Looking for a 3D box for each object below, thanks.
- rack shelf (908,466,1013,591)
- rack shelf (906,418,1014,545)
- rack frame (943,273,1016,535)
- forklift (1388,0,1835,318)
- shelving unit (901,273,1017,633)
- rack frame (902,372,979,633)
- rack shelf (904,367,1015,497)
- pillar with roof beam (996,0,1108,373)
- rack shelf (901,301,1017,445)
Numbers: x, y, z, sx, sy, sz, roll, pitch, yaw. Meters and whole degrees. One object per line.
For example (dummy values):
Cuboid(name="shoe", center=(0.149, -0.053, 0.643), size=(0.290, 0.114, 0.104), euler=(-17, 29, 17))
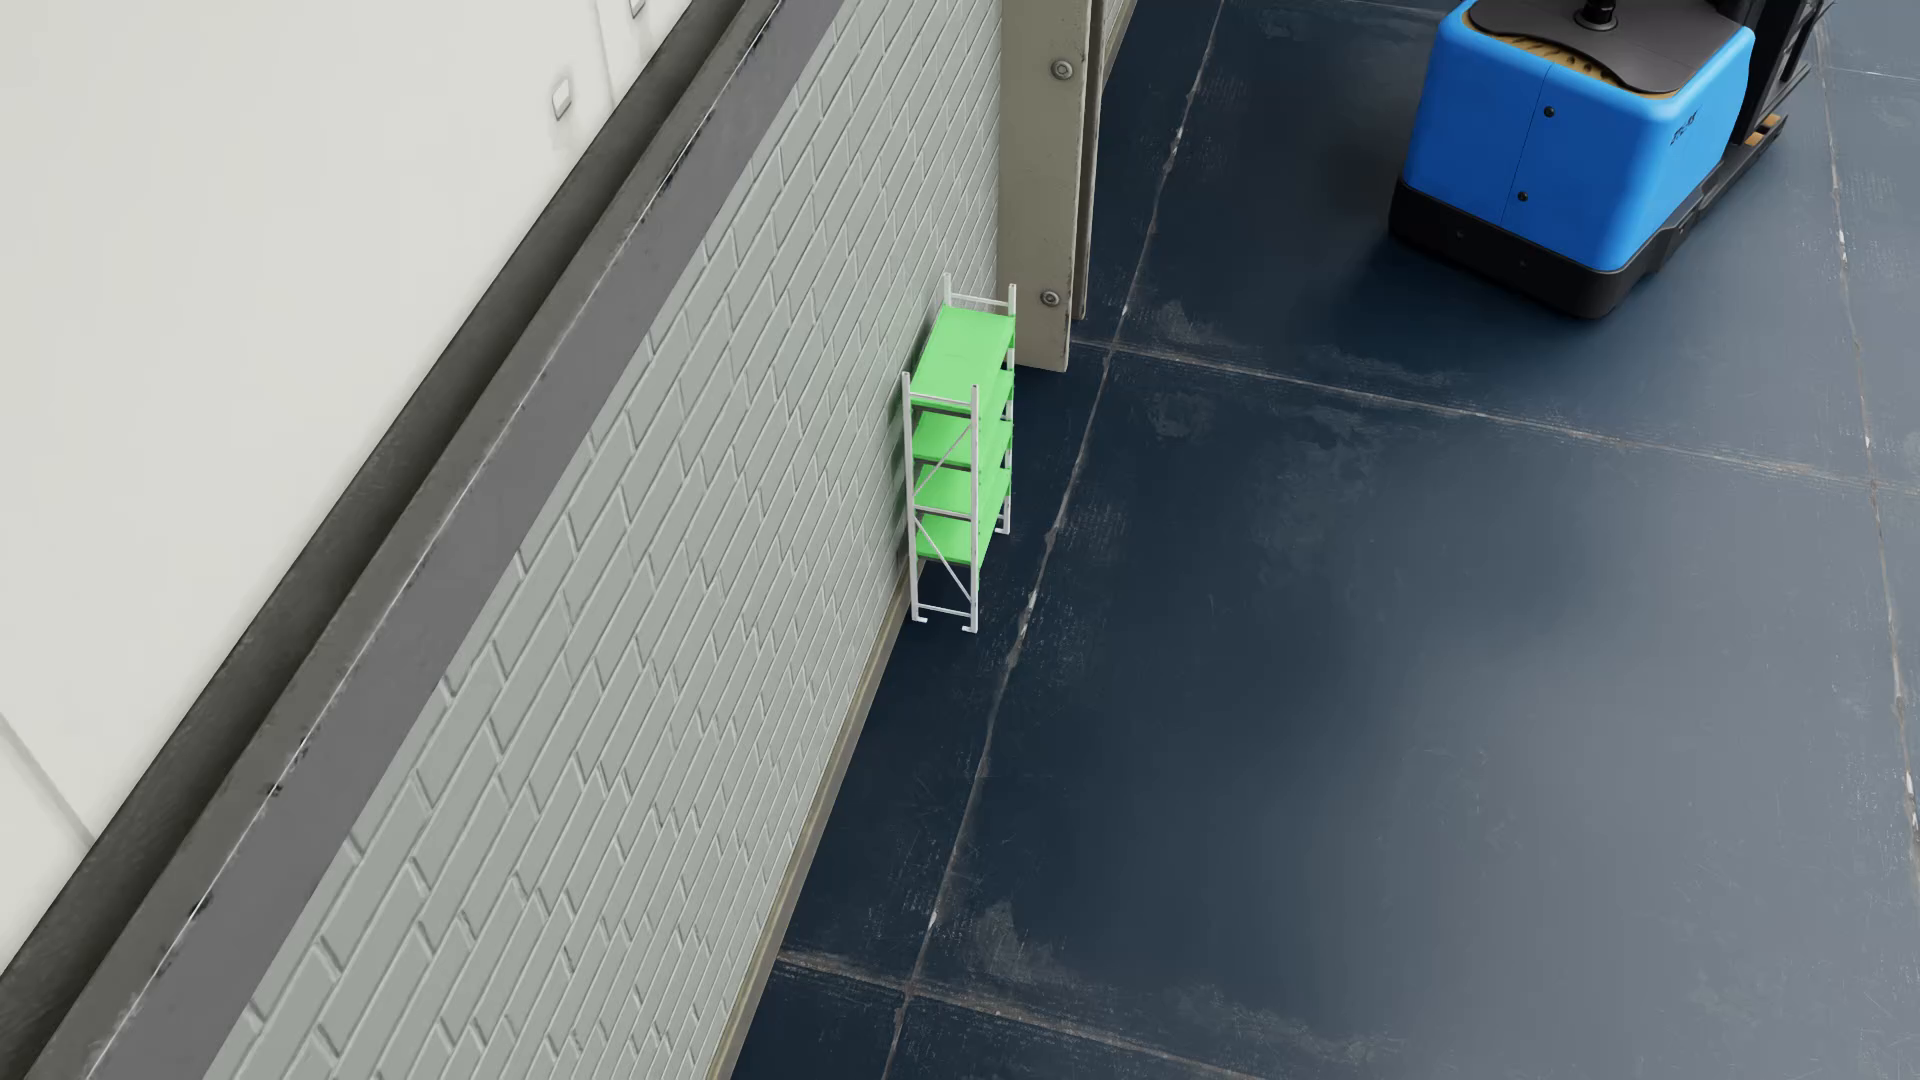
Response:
Cuboid(name="rack shelf", center=(0.005, -0.067, 5.914), size=(0.258, 0.148, 0.480), euler=(11, 49, 10))
Cuboid(name="rack shelf", center=(0.004, -0.226, 5.734), size=(0.258, 0.148, 0.480), euler=(11, 49, 10))
Cuboid(name="rack frame", center=(0.066, -0.446, 5.842), size=(0.240, 1.200, 0.015), euler=(11, 49, 10))
Cuboid(name="forklift", center=(3.245, -2.938, 6.888), size=(1.130, 2.935, 3.031), euler=(33, 56, 25))
Cuboid(name="shelving unit", center=(0.004, -0.269, 5.686), size=(0.258, 1.200, 0.503), euler=(11, 49, 10))
Cuboid(name="rack frame", center=(-0.058, -0.092, 5.530), size=(0.240, 1.200, 0.015), euler=(11, 49, 10))
Cuboid(name="rack shelf", center=(0.003, -0.386, 5.554), size=(0.258, 0.148, 0.480), euler=(11, 49, 10))
Cuboid(name="pillar with roof beam", center=(4.489, -2.992, 2.889), size=(9.100, 9.000, 0.400), euler=(12, 50, 10))
Cuboid(name="rack shelf", center=(0.002, -0.545, 5.374), size=(0.258, 0.148, 0.480), euler=(11, 49, 10))
